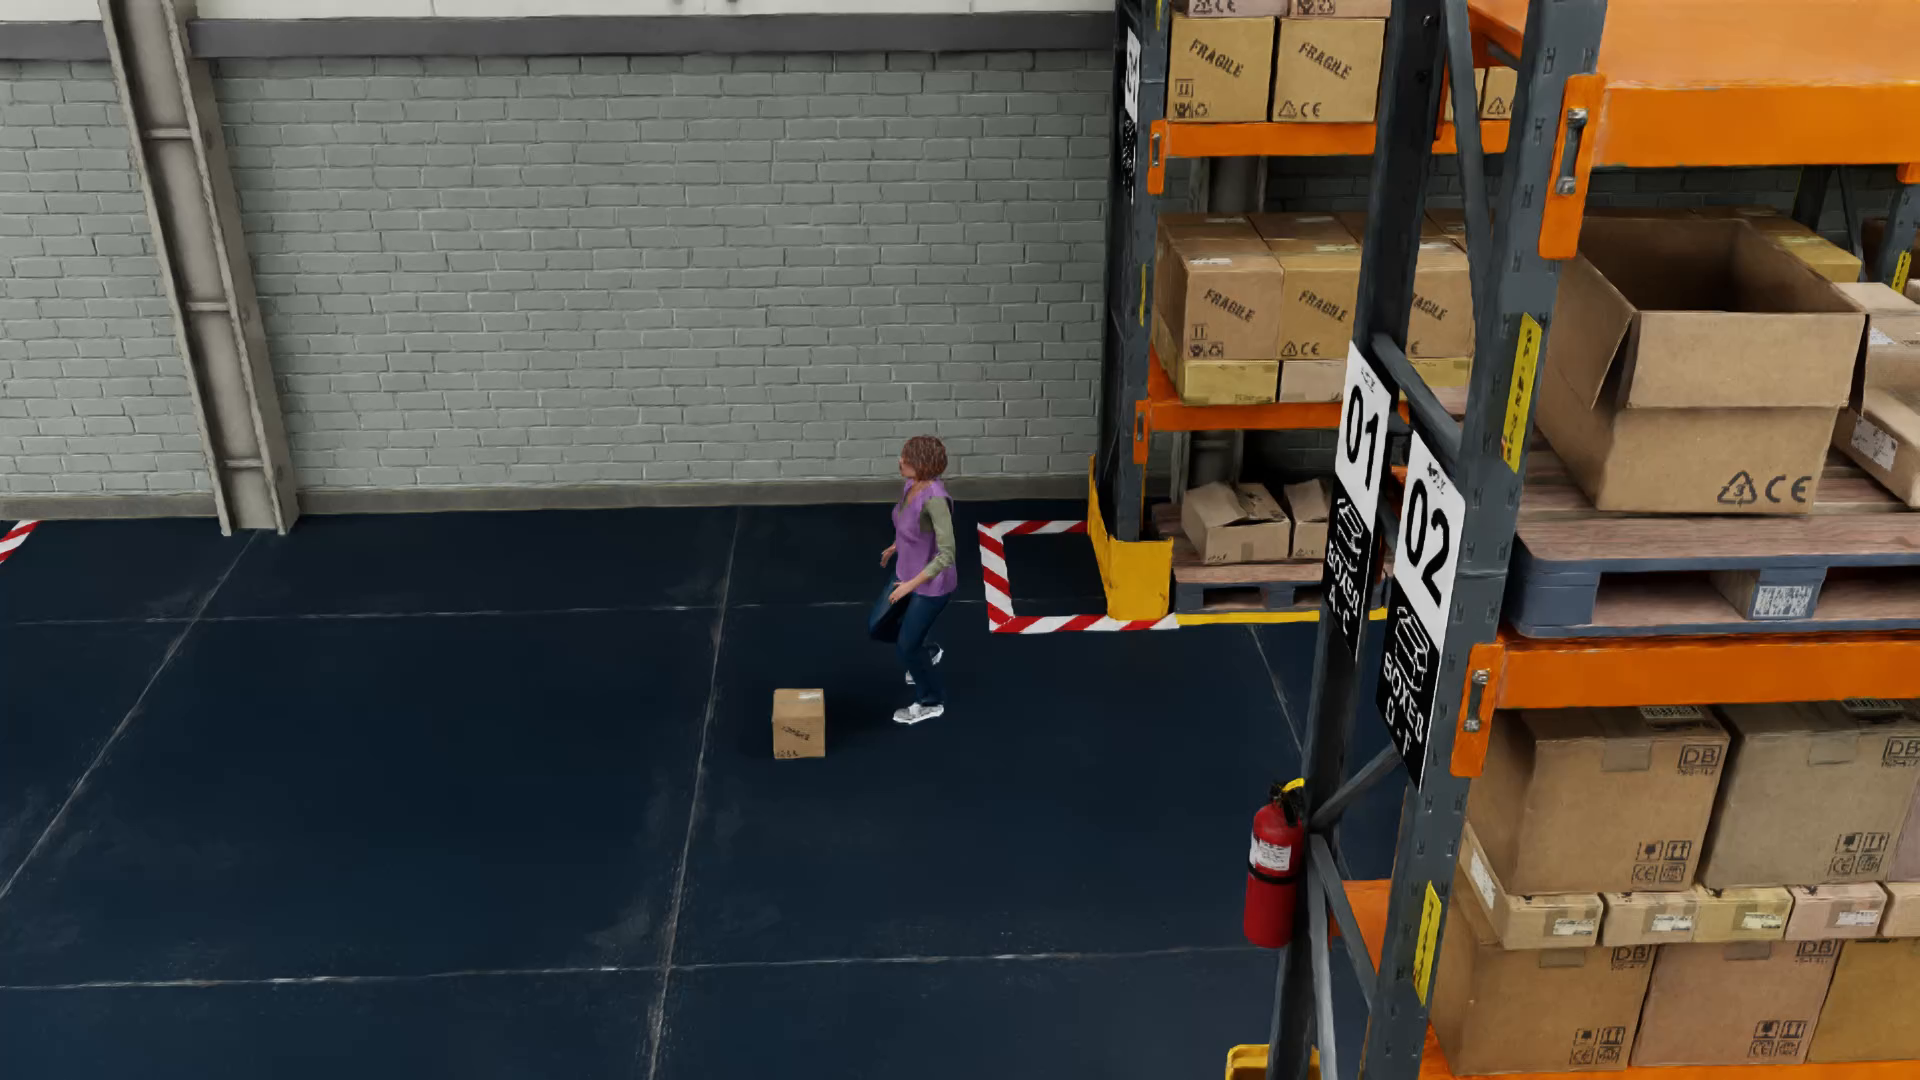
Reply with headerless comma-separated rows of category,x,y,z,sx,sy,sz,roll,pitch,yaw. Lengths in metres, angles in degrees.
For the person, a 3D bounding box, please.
person,-0.217,0.220,8.253,0.439,1.567,0.585,-12,30,-22
